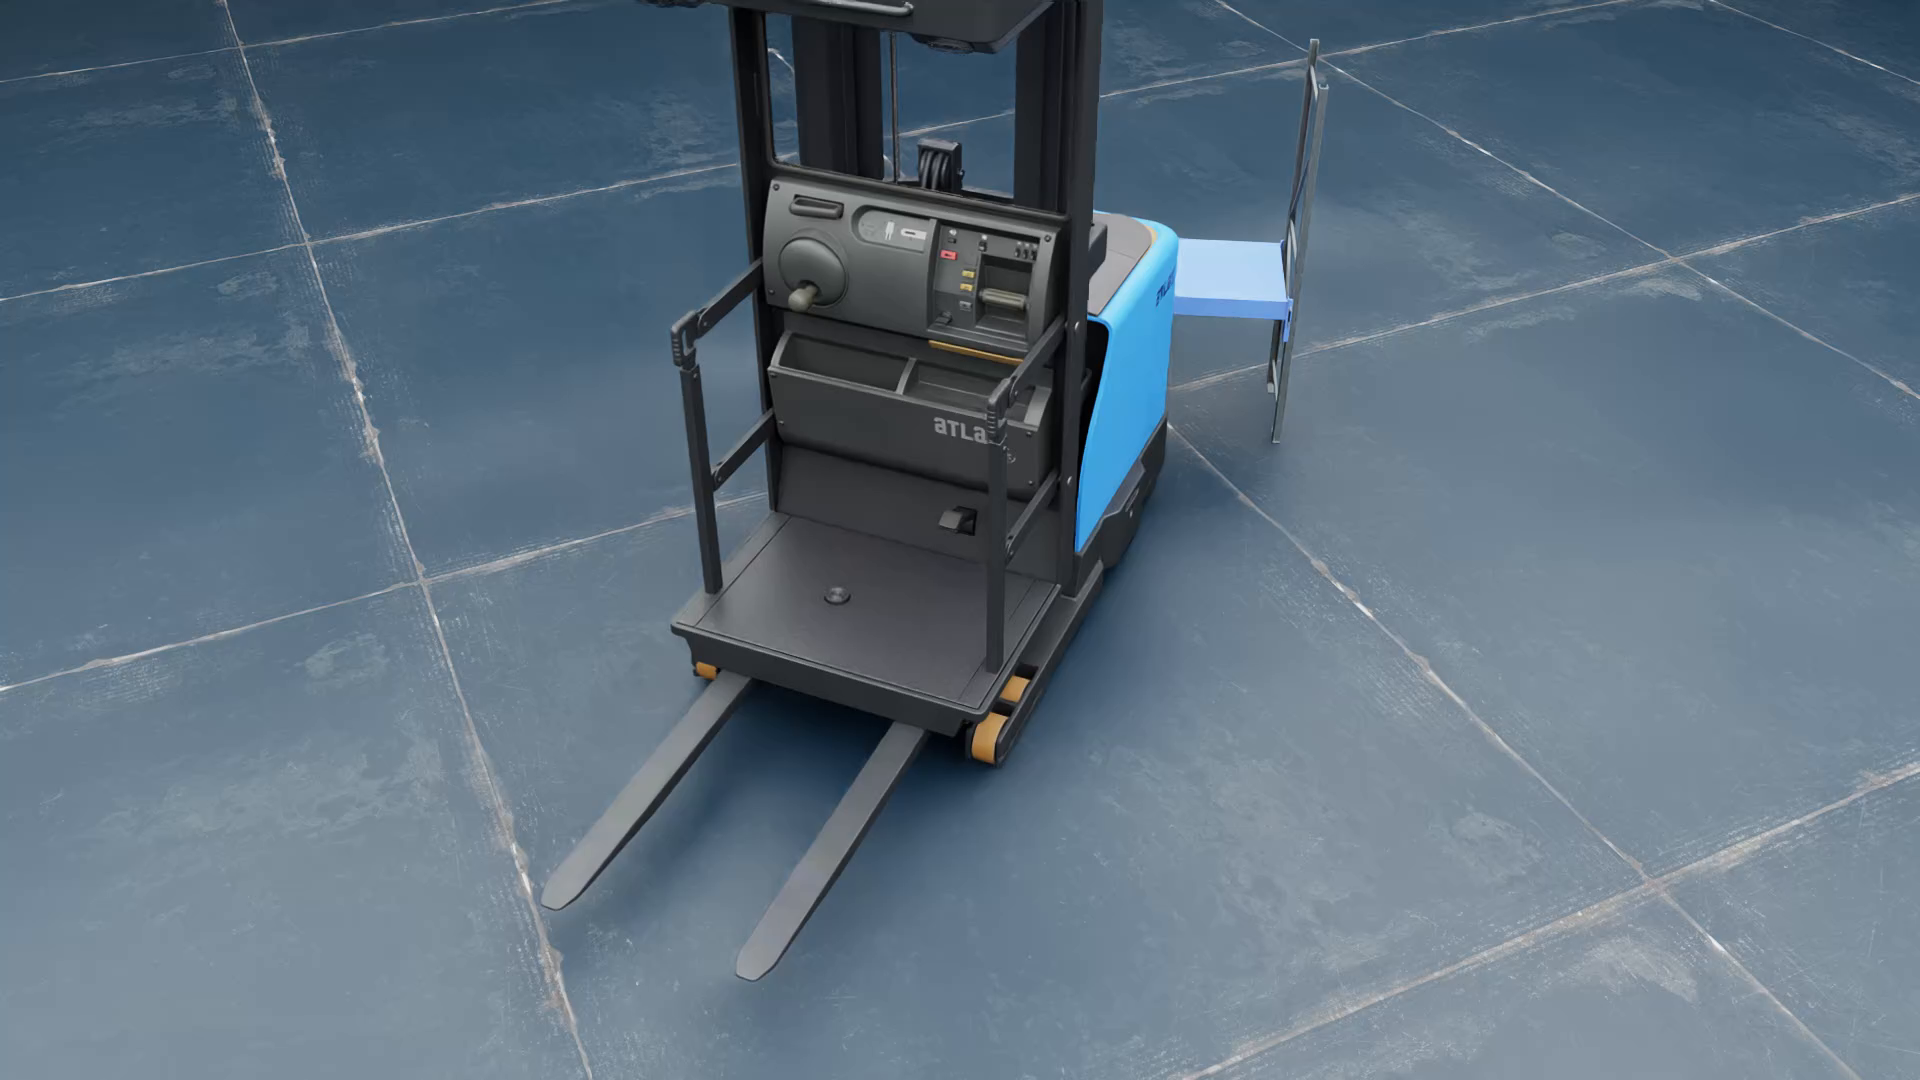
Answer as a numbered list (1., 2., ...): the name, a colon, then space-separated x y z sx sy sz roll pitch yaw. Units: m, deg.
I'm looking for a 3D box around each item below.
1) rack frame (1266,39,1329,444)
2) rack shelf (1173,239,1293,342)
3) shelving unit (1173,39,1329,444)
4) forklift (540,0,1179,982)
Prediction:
1. rack frame: 1.314 -1.144 6.533 0.032 1.500 0.500 3 37 5
2. rack shelf: 0.808 -1.030 6.681 1.000 0.185 0.538 3 37 5
3. shelving unit: 0.808 -1.174 6.574 1.048 1.500 0.538 3 37 5
4. forklift: -0.245 -0.756 4.809 1.130 2.935 3.031 14 39 18
